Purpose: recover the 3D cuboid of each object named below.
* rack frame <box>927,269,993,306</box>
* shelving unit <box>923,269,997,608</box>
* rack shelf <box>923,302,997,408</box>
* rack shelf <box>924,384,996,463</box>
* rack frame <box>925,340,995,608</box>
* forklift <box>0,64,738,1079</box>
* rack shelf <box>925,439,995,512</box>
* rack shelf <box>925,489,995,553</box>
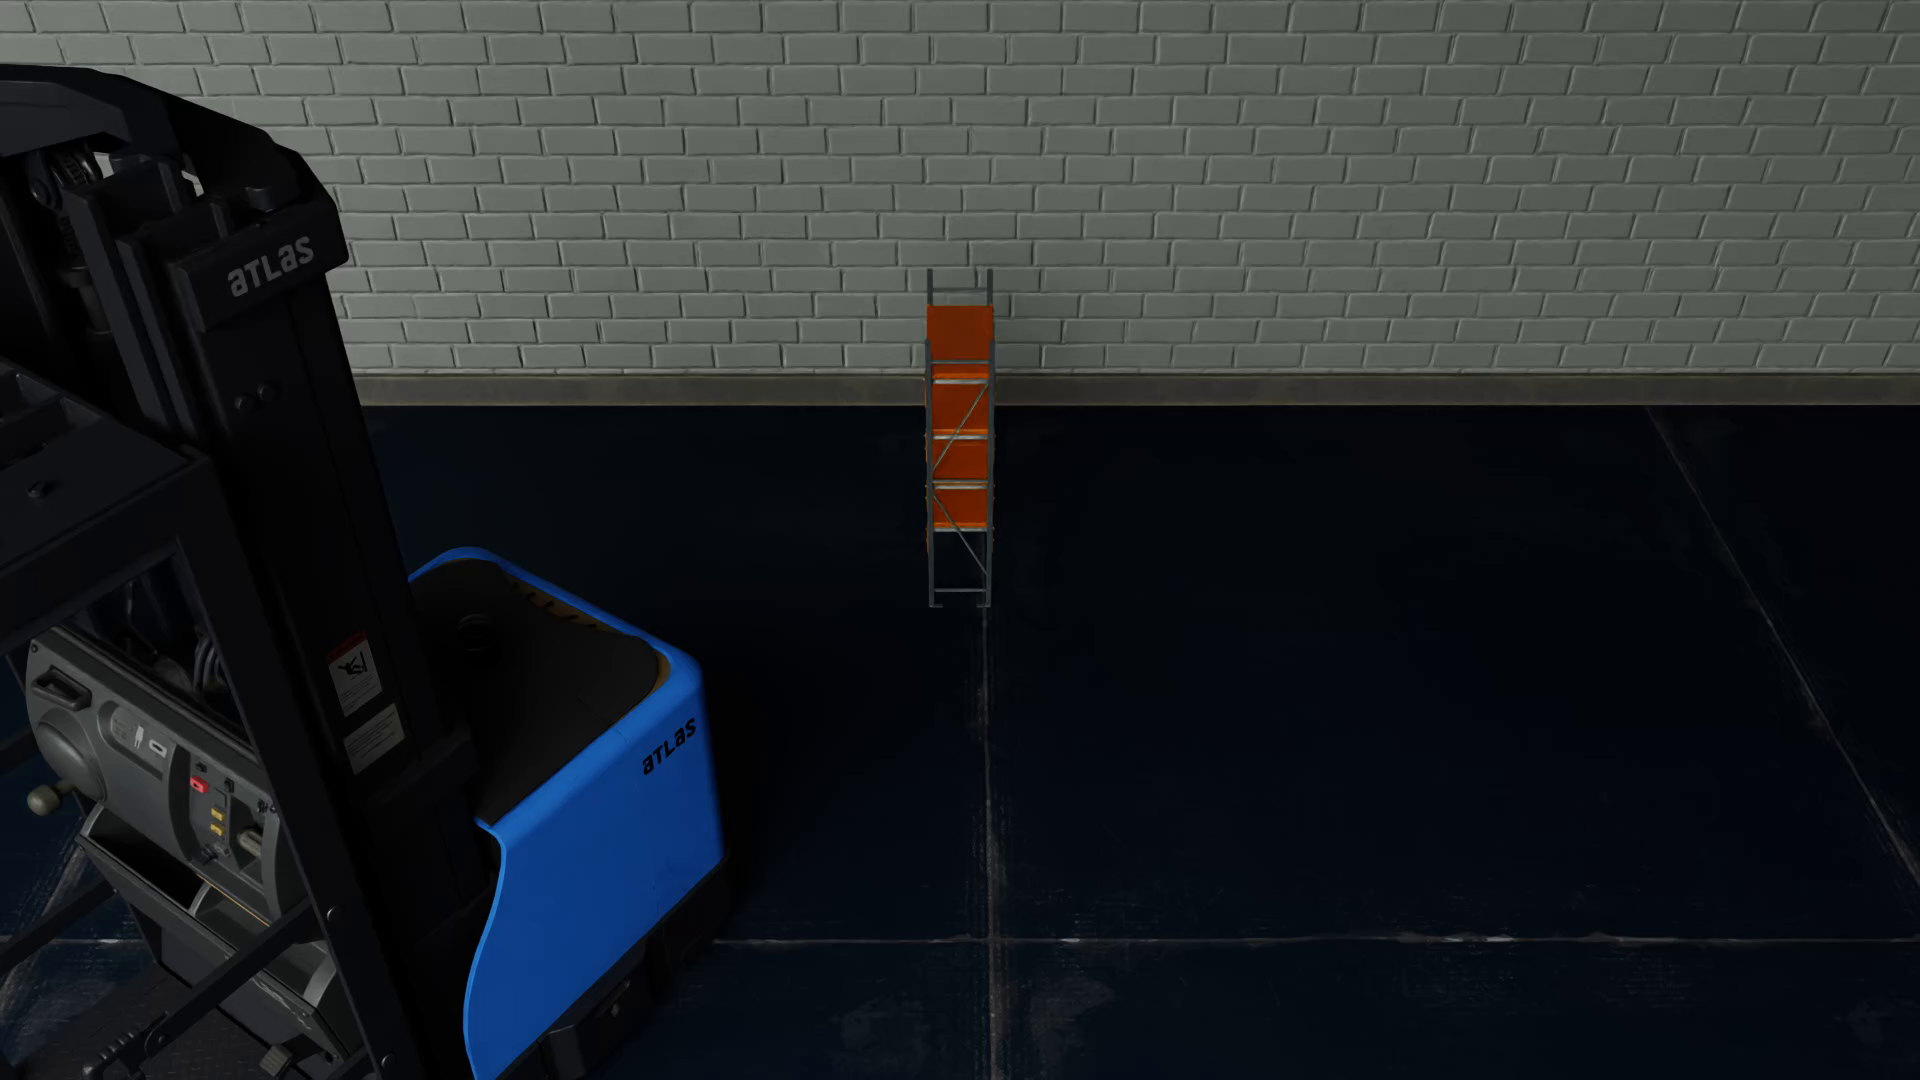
[{"bbox_3d":[0.000,-0.517,6.436,0.240,1.200,0.015,0,39,0],"label":"rack frame"},{"bbox_3d":[0.000,-0.365,6.246,0.258,1.200,0.503,0,39,0],"label":"shelving unit"},{"bbox_3d":[0.000,-0.671,6.000,0.258,0.148,0.480,0,39,0],"label":"rack shelf"},{"bbox_3d":[0.000,-0.487,6.148,0.258,0.148,0.480,0,39,0],"label":"rack shelf"},{"bbox_3d":[0.000,-0.212,6.055,0.240,1.200,0.015,0,39,0],"label":"rack frame"},{"bbox_3d":[-1.949,0.617,3.636,1.130,2.935,3.031,23,44,26],"label":"forklift"},{"bbox_3d":[0.000,-0.312,6.288,0.258,0.148,0.480,0,39,0],"label":"rack shelf"},{"bbox_3d":[0.000,-0.157,6.412,0.258,0.148,0.480,0,39,0],"label":"rack shelf"}]
